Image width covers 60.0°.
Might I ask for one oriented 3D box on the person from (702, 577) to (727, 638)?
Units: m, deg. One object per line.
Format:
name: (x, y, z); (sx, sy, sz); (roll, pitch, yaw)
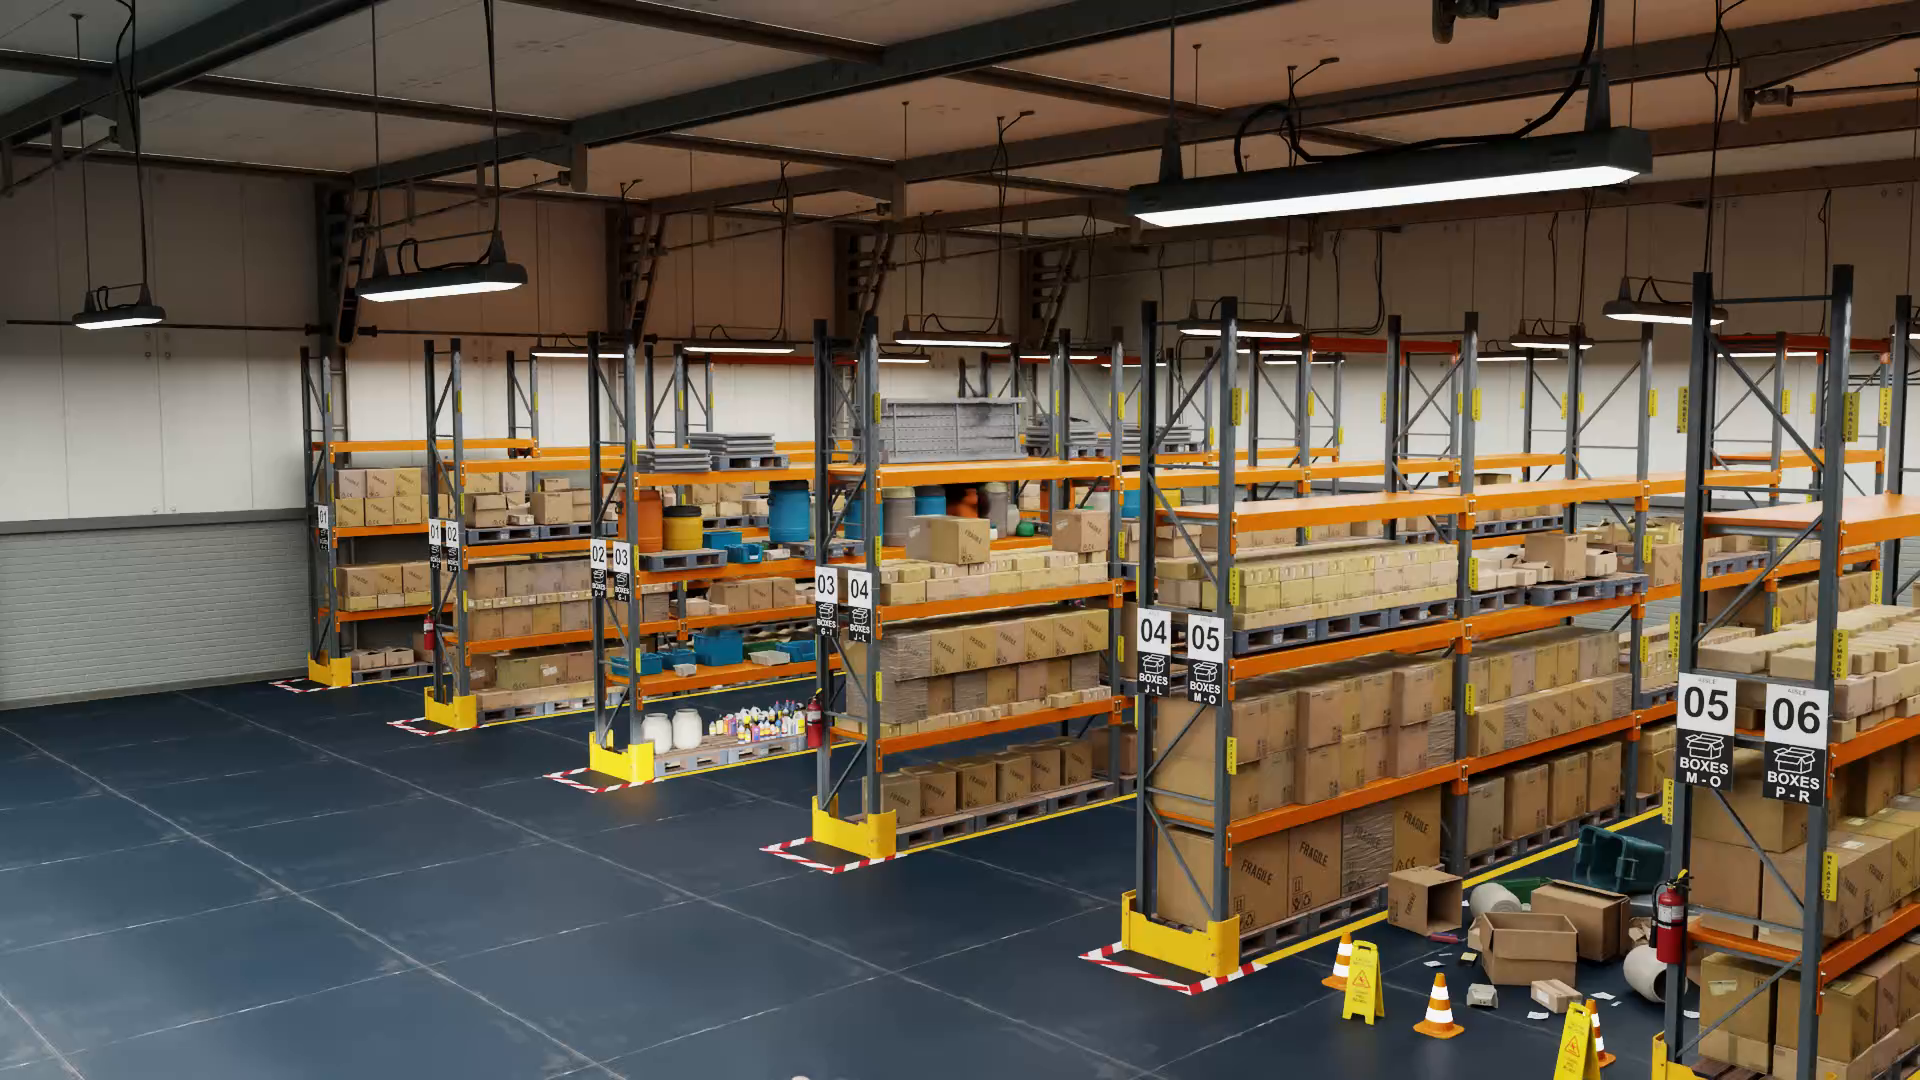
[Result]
person: (-4.675, 1.466, 32.041); (0.672, 1.831, 0.777); (3, 6, 33)

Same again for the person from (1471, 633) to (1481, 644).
person: (7.526, 2.139, 24.399); (0.657, 1.707, 0.971); (5, 7, 44)
